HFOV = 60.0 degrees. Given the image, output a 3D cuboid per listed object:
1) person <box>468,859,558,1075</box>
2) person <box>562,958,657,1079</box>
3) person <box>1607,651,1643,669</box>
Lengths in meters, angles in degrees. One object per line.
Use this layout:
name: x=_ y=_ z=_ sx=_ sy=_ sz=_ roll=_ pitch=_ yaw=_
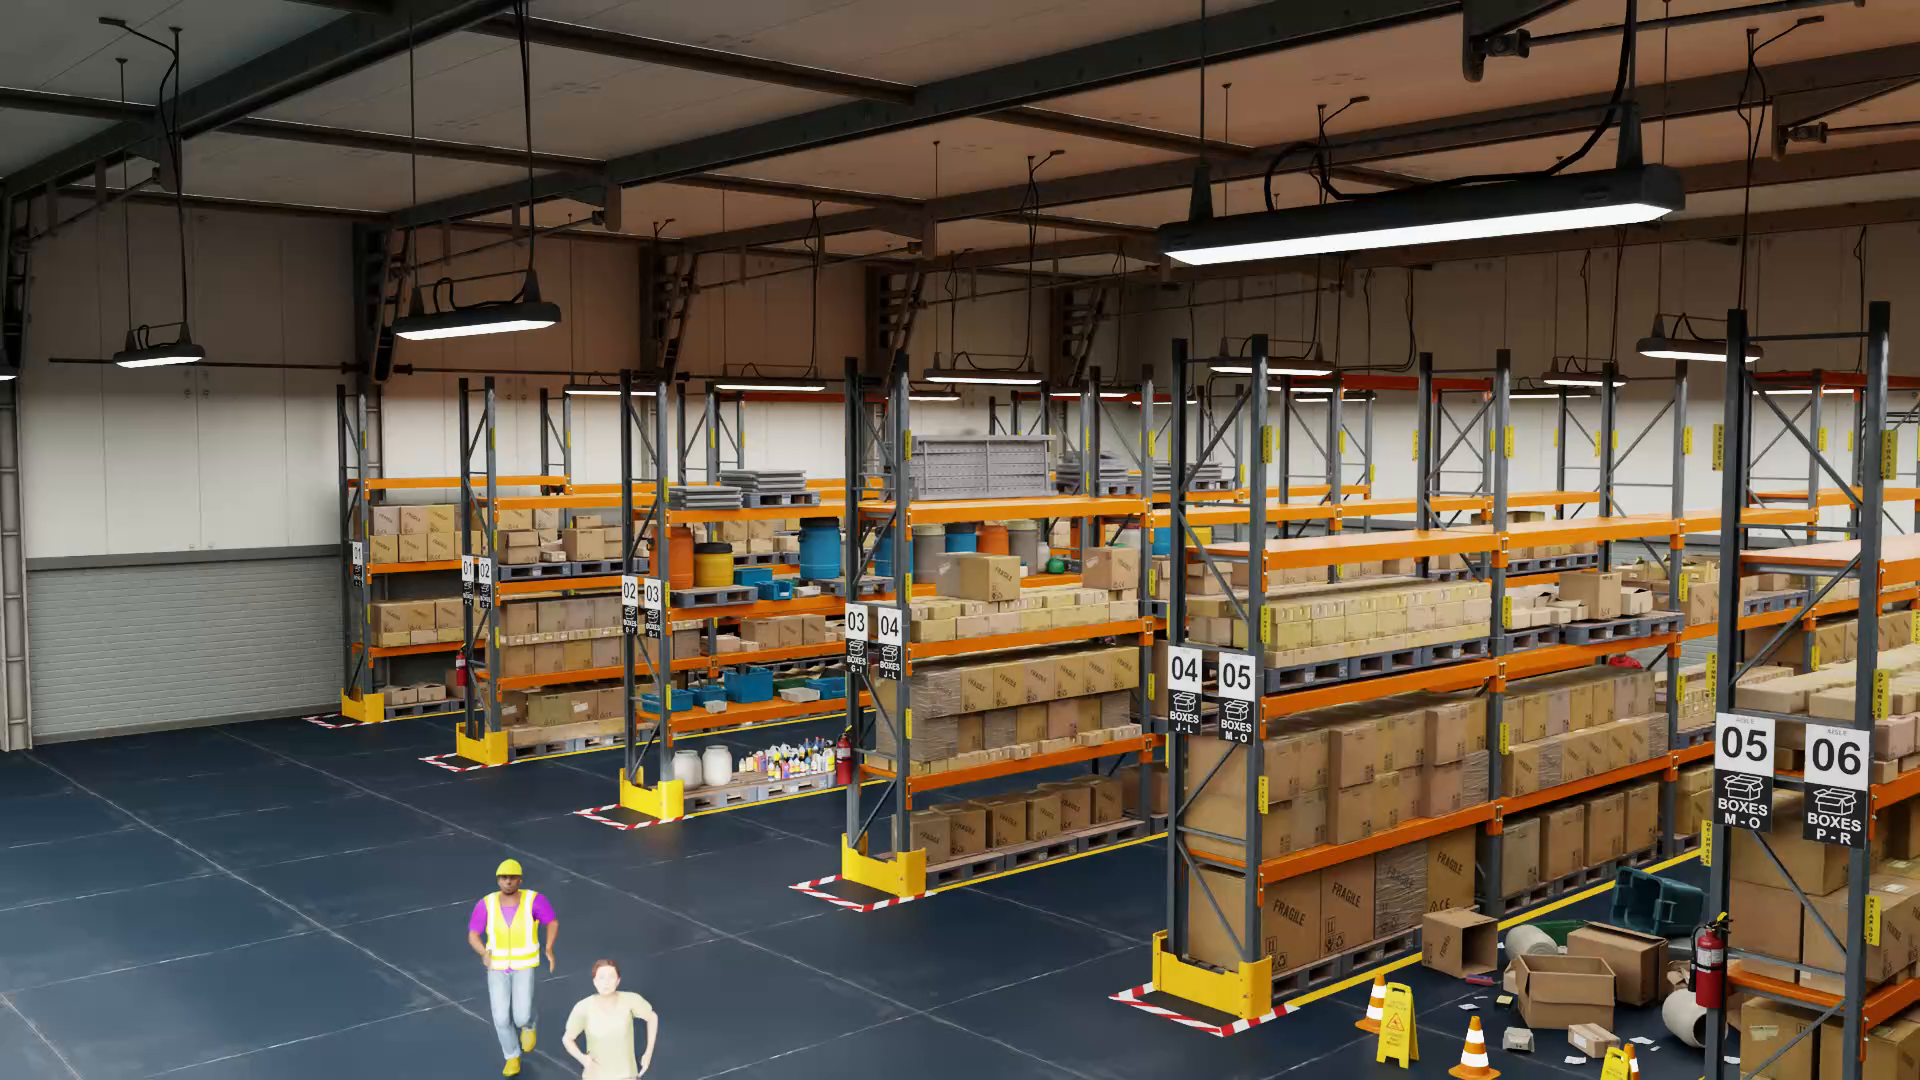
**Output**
person: x=-3.604 y=3.427 z=13.376 sx=0.700 sy=1.723 sz=0.582 roll=-1 pitch=4 yaw=-9
person: x=-2.336 y=3.612 z=11.116 sx=0.627 sy=1.640 sz=0.525 roll=-1 pitch=4 yaw=-11
person: x=10.884 y=2.533 z=27.297 sx=0.723 sy=1.715 sz=0.675 roll=-3 pitch=5 yaw=-43
